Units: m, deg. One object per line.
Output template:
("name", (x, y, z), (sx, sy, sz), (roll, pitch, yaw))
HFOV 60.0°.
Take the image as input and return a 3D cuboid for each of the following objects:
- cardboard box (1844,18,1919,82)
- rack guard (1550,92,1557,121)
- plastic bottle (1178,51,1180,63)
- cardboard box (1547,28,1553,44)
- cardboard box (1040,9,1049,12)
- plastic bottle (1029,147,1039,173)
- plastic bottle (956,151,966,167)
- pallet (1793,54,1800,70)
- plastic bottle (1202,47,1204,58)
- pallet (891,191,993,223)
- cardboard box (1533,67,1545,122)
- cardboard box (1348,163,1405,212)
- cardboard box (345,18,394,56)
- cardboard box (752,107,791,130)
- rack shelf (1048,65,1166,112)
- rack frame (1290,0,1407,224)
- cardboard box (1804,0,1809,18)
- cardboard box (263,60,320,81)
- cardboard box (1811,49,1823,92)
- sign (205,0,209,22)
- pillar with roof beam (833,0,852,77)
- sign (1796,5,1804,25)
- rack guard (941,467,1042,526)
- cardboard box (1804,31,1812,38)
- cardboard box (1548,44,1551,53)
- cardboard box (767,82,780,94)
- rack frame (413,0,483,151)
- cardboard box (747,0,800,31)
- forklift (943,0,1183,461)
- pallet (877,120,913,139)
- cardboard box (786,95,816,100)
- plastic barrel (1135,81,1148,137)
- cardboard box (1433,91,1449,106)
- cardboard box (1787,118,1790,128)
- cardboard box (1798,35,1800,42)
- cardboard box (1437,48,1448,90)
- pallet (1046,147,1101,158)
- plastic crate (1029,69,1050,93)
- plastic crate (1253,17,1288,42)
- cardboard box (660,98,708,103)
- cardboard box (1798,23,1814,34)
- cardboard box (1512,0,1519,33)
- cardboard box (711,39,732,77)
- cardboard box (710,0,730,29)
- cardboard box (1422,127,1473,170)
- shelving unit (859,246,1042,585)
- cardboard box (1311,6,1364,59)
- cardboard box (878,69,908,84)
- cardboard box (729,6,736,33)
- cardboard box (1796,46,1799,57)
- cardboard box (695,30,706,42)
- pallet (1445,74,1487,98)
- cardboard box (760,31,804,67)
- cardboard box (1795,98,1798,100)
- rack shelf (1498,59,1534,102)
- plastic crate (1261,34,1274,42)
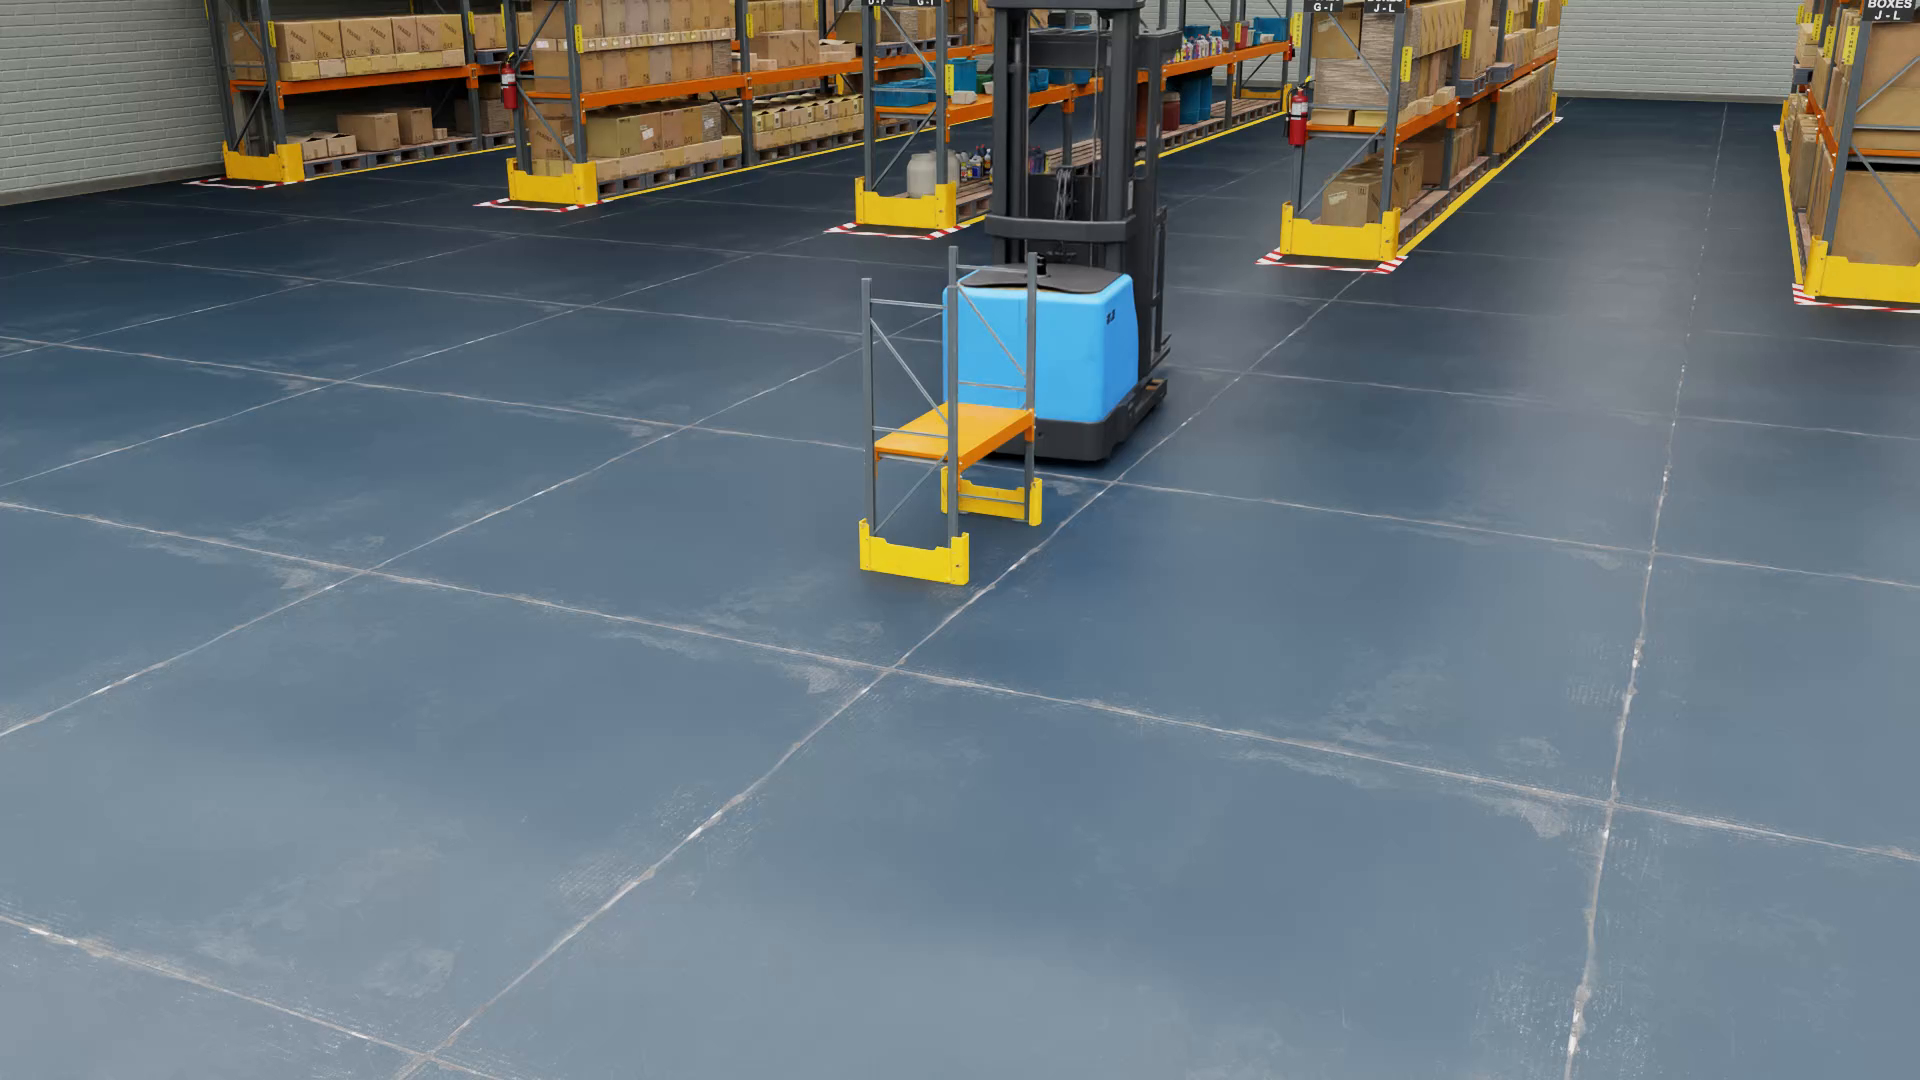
("cardboard box", (8.714, -4.517, 15.358), (0.875, 0.550, 0.550), (9, 21, 23))
("rack guard", (10.463, -8.081, 30.945), (1.175, 0.500, 0.348), (9, 21, 23))
("plastic bottle", (3.448, -7.694, 26.422), (0.097, 0.201, 0.097), (0, 20, 0))
("cardboard box", (10.081, -8.826, 29.089), (0.500, 0.250, 0.500), (8, 21, 21))
("cardboard box", (1.486, -10.956, 33.658), (0.500, 0.500, 0.500), (8, 21, 22))
("plastic bottle", (0.942, -4.927, 21.642), (0.144, 0.351, 0.185), (7, 21, 20))
("plastic bottle", (-0.016, -4.787, 21.251), (0.144, 0.351, 0.185), (10, 22, 25))
("pallet", (12.854, -7.013, 24.498), (1.003, 0.211, 1.213), (9, 21, 23))
("plastic bottle", (3.997, -8.104, 27.575), (0.097, 0.201, 0.097), (0, 20, 0))
("pallet", (-0.291, -4.003, 19.911), (1.003, 0.211, 1.213), (9, 21, 23))
("cardboard box", (9.527, -7.691, 28.663), (0.875, 0.875, 0.875), (9, 21, 23))
("cardboard box", (4.660, -3.945, 18.689), (0.500, 0.500, 0.500), (11, 22, 28))
("cardboard box", (-8.556, -7.262, 23.987), (0.500, 0.500, 0.500), (9, 22, 24))
("cardboard box", (-2.890, -6.354, 25.000), (0.500, 0.311, 0.500), (8, 21, 22))
("rack shelf", (1.840, -6.535, 23.942), (1.077, 0.370, 4.000), (9, 21, 23))
("rack frame", (3.902, -4.360, 16.753), (1.000, 3.000, 0.127), (9, 21, 23))
("cardboard box", (13.872, -8.630, 26.674), (0.500, 0.500, 0.500), (8, 21, 21))
("cardboard box", (-9.166, -6.444, 22.805), (0.500, 0.250, 0.500), (8, 21, 21))
("cardboard box", (11.026, -5.885, 20.892), (0.500, 0.500, 0.500), (8, 21, 22))
("sign", (-10.153, -7.176, 22.470), (0.100, 0.325, 0.005), (9, 21, 23))
("pillar with roof beam", (1.141, -14.470, 36.227), (9.100, 9.000, 0.400), (9, 21, 23))
("sign", (14.442, -9.022, 28.569), (0.100, 0.325, 0.005), (9, 21, 23))
("rack guard", (0.173, -0.247, 9.289), (0.587, 0.250, 0.087), (9, 21, 23))
("cardboard box", (11.549, -6.743, 22.314), (0.380, 0.149, 0.250), (8, 21, 22))
("cardboard box", (10.086, -8.587, 29.013), (0.380, 0.149, 0.250), (9, 21, 23))
("cardboard box", (-4.133, -9.455, 34.183), (0.700, 0.500, 0.500), (8, 21, 22))
("rack frame", (-8.017, -7.622, 25.924), (1.000, 3.000, 0.127), (9, 21, 23))
("cardboard box", (-3.911, -10.819, 34.465), (0.980, 0.700, 0.700), (7, 21, 20))
("forklift", (0.825, -2.320, 11.119), (1.130, 2.935, 3.031), (6, 21, 17))
("pallet", (-1.518, -7.075, 28.549), (1.003, 0.211, 1.213), (9, 21, 23))
("cardboard box", (-2.548, -7.051, 26.959), (0.500, 0.311, 0.500), (8, 21, 21))
("plastic barrel", (2.844, -6.813, 26.260), (0.600, 0.830, 0.708), (9, 21, 23))
("cardboard box", (5.451, -5.124, 19.274), (0.380, 0.149, 0.250), (9, 21, 23))
("cardboard box", (13.899, -6.892, 27.499), (0.380, 0.149, 0.250), (7, 21, 20))
("cardboard box", (12.509, -7.321, 24.382), (0.380, 0.149, 0.250), (9, 22, 24))
("cardboard box", (5.299, -5.641, 19.761), (0.875, 0.500, 0.500), (9, 21, 23))
("pallet", (1.805, -5.568, 24.312), (1.003, 0.211, 1.213), (9, 21, 23))
("plastic crate", (0.816, -5.817, 21.071), (0.499, 0.251, 0.616), (9, 21, 23))
("plastic crate", (5.968, -9.848, 32.041), (0.616, 0.435, 0.499), (9, 21, 23))
("cardboard box", (-3.972, -6.100, 24.003), (0.500, 0.500, 0.500), (9, 21, 23))
("cardboard box", (12.718, -7.620, 24.778), (0.380, 0.149, 0.250), (10, 22, 25))
("cardboard box", (8.030, -7.952, 25.205), (0.797, 0.503, 0.637), (9, 22, 24))
("cardboard box", (-3.672, -6.854, 23.616), (0.700, 0.500, 0.500), (8, 21, 21))
("cardboard box", (-3.672, -7.465, 23.398), (0.700, 0.500, 0.500), (9, 21, 23))
("cardboard box", (6.480, -5.282, 22.419), (0.700, 0.500, 0.500), (11, 22, 27))
("shelving unit", (-0.031, -0.683, 8.652), (0.587, 1.500, 1.083), (9, 21, 23))
("cardboard box", (3.901, -5.221, 17.087), (0.500, 0.500, 0.500), (9, 21, 23))
("cardboard box", (-1.255, -8.198, 29.499), (0.500, 0.250, 0.500), (8, 21, 22))
("cardboard box", (-4.700, -10.089, 32.237), (0.500, 0.500, 0.500), (8, 21, 22))
("cardboard box", (12.400, -7.101, 24.208), (0.380, 0.149, 0.250), (9, 21, 23))
("cardboard box", (-3.727, -6.947, 22.910), (0.380, 0.149, 0.250), (9, 21, 23))
("pallet", (5.985, -5.706, 20.824), (1.003, 0.211, 1.213), (9, 21, 23))
("cardboard box", (-2.746, -7.537, 25.537), (0.500, 0.500, 0.500), (9, 21, 23))
("cardboard box", (14.041, -7.230, 27.563), (0.380, 0.149, 0.250), (9, 22, 25))
("rack shelf", (7.997, -7.078, 25.469), (1.077, 0.370, 4.000), (9, 21, 23))
("plastic crate", (5.766, -9.561, 31.680), (0.396, 0.136, 0.243), (9, 21, 23))
